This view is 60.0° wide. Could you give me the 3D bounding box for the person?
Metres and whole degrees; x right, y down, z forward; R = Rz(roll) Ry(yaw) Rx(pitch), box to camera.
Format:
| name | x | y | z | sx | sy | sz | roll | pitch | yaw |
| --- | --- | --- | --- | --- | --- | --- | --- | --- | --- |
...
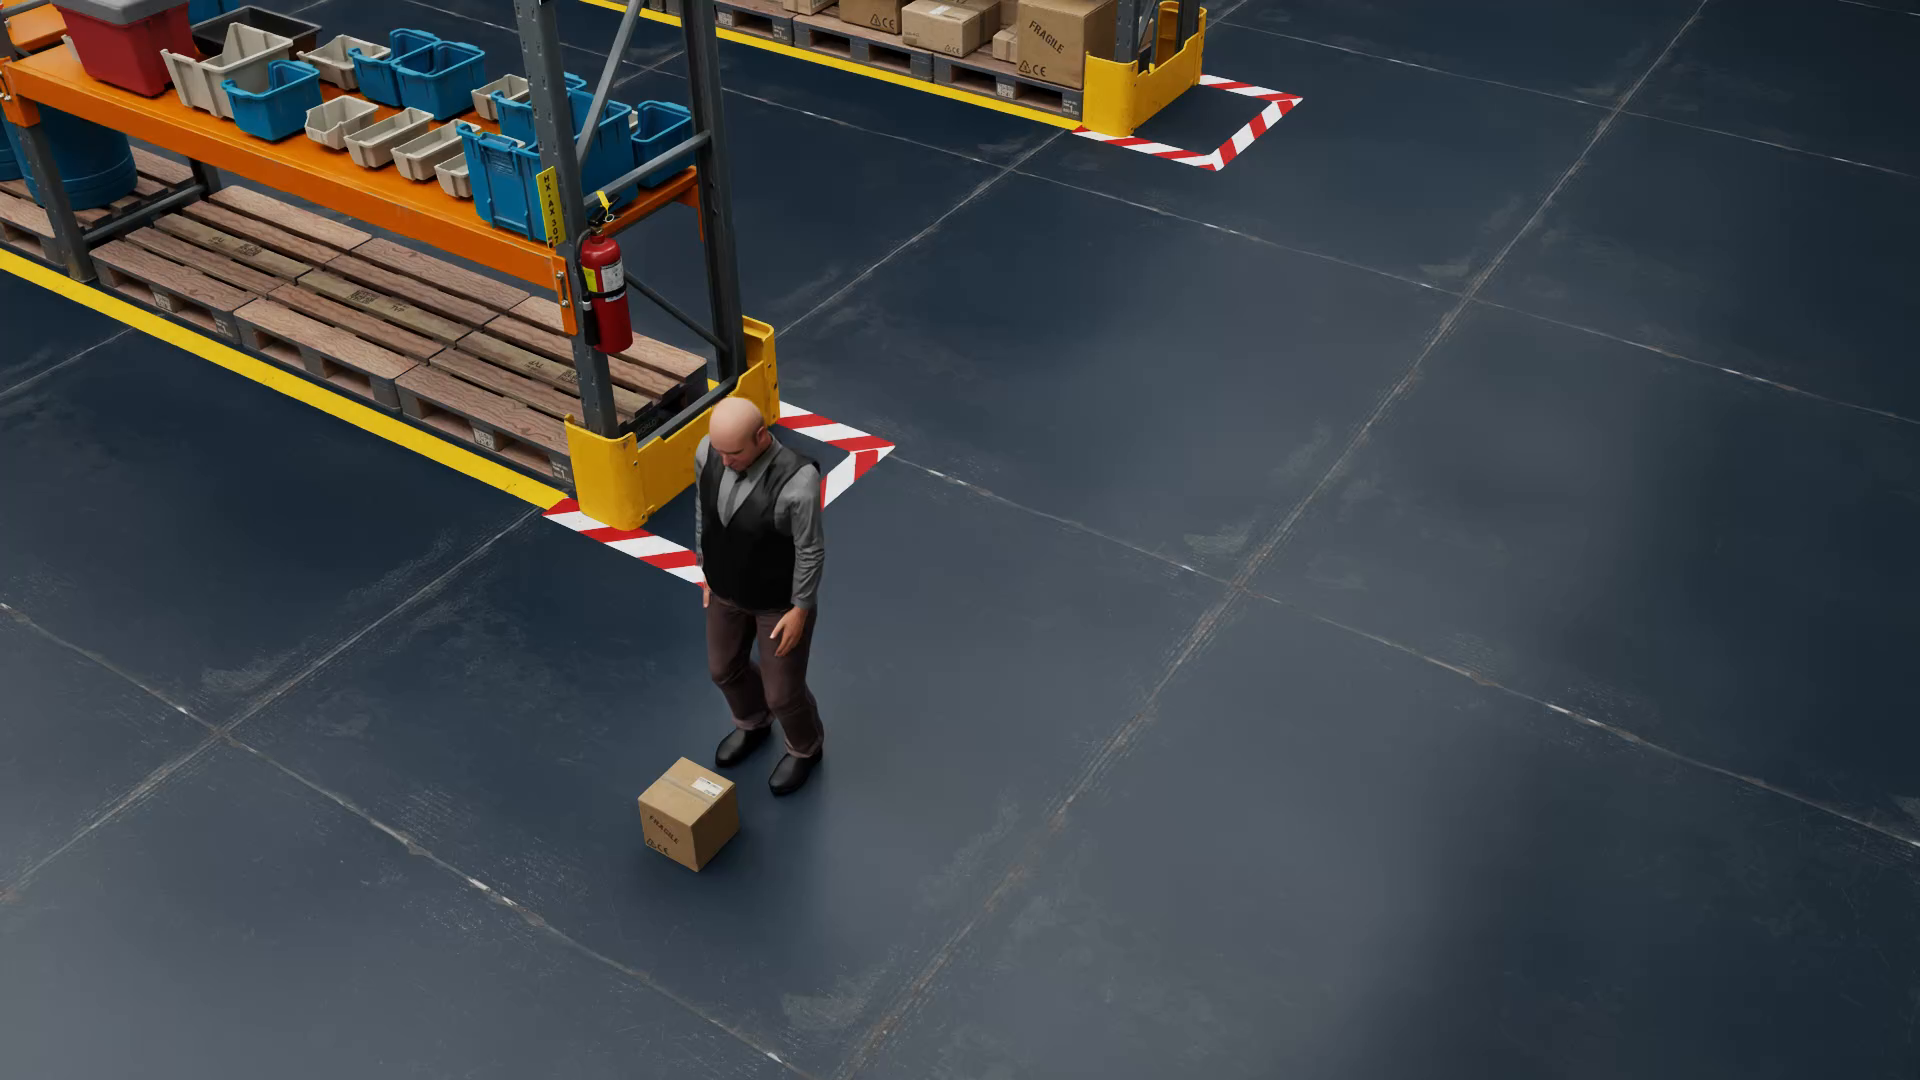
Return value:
| name | x | y | z | sx | sy | sz | roll | pitch | yaw |
| --- | --- | --- | --- | --- | --- | --- | --- | --- | --- |
| person | -0.701 | 0.186 | 5.962 | 0.546 | 1.697 | 0.385 | 22 | 43 | 26 |
